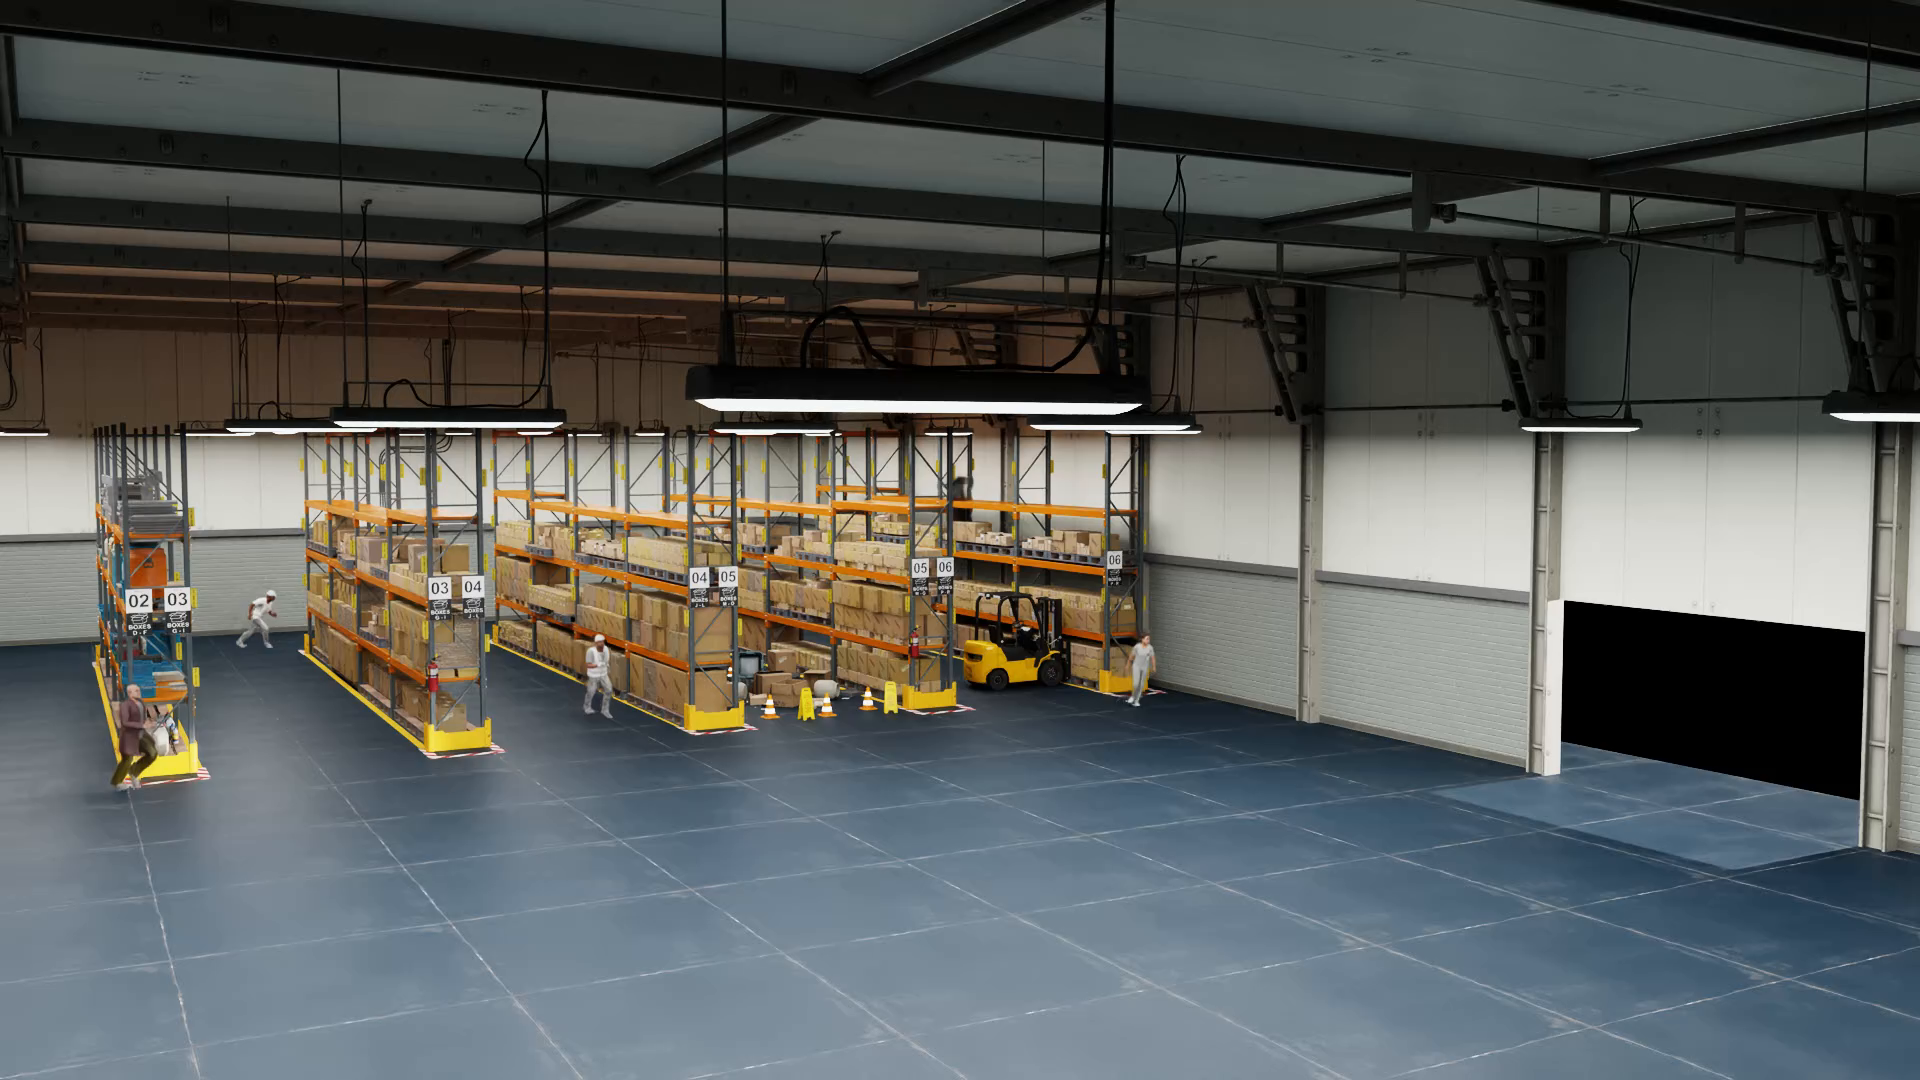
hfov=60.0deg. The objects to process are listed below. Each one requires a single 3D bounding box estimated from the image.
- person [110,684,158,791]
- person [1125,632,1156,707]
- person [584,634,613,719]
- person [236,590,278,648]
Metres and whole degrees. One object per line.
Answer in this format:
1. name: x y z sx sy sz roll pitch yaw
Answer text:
1. person: -13.391 3.197 27.013 0.868 1.730 0.715 1 4 16
2. person: 3.870 2.772 35.489 0.567 1.610 0.596 -1 4 -14
3. person: -7.410 2.775 34.030 0.633 1.728 0.993 -3 4 -37
4. person: -19.161 2.159 45.312 1.103 1.572 0.725 0 3 0
